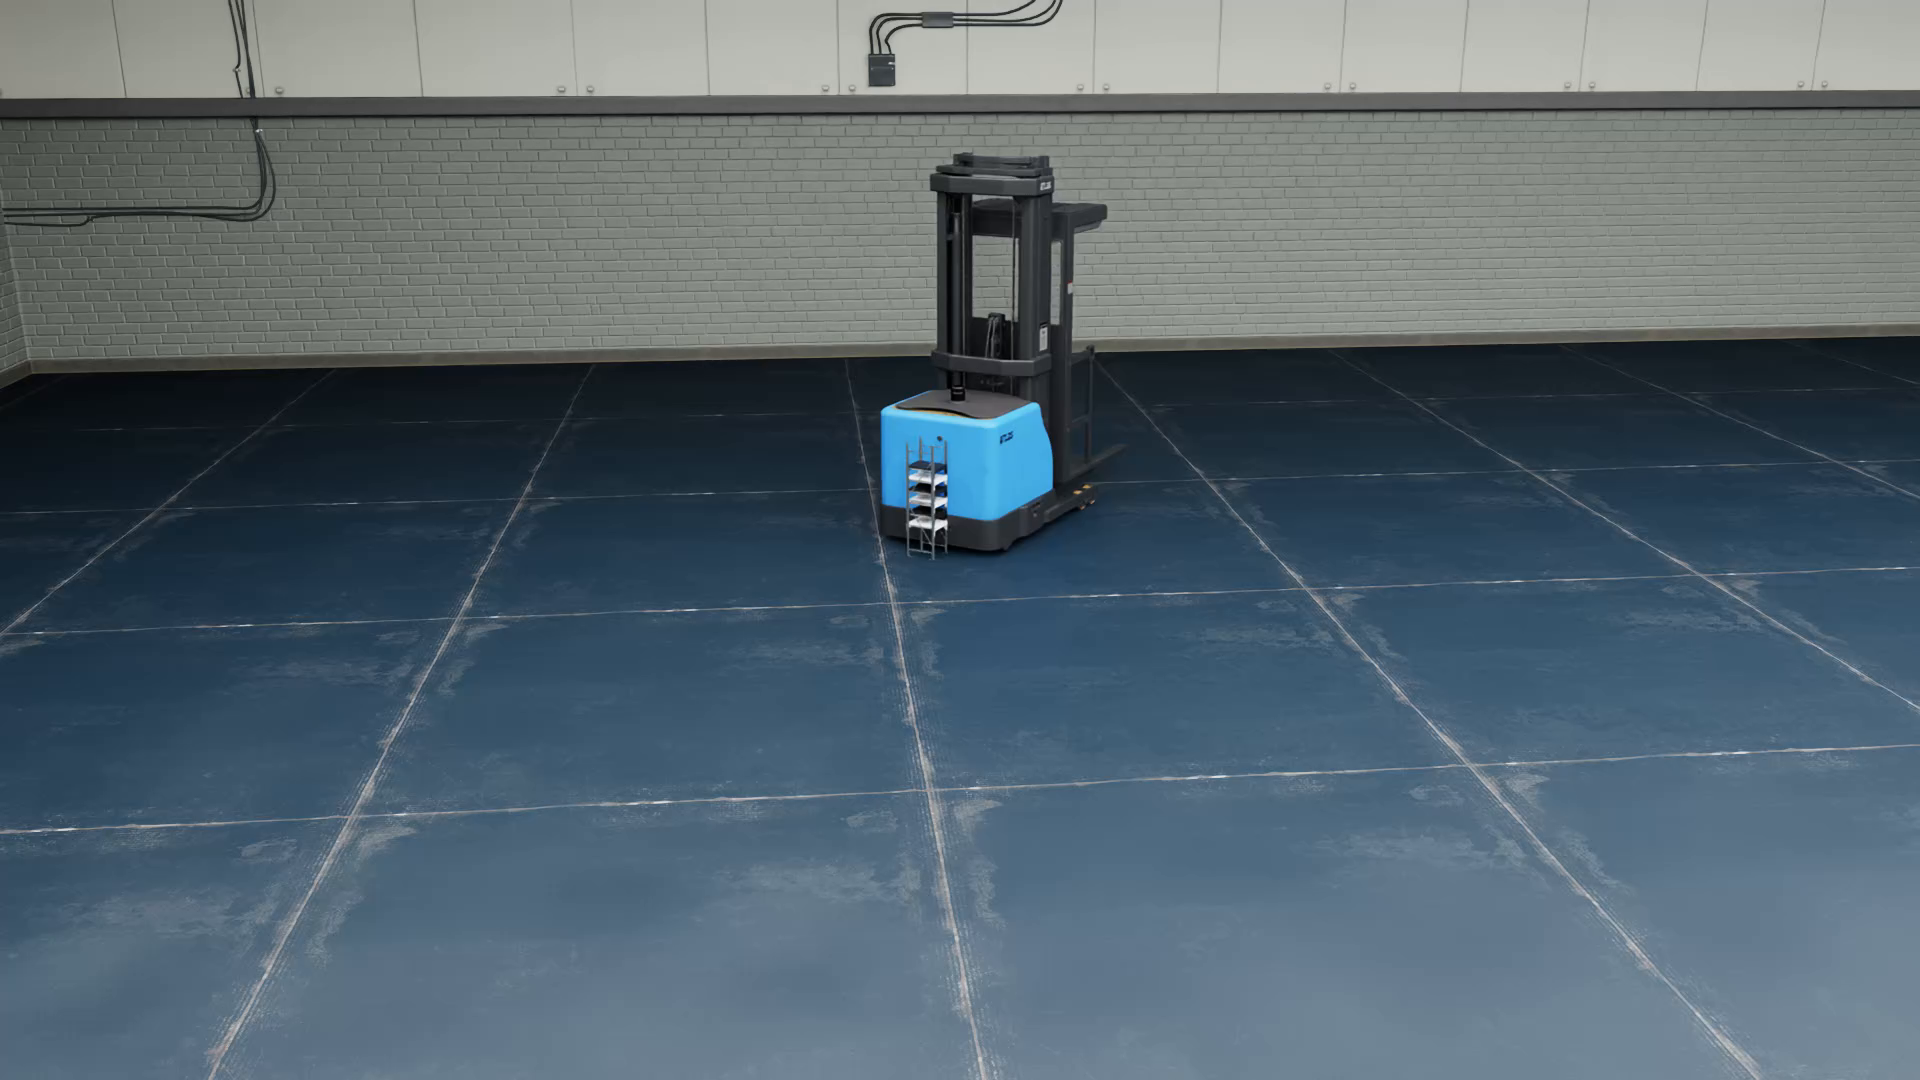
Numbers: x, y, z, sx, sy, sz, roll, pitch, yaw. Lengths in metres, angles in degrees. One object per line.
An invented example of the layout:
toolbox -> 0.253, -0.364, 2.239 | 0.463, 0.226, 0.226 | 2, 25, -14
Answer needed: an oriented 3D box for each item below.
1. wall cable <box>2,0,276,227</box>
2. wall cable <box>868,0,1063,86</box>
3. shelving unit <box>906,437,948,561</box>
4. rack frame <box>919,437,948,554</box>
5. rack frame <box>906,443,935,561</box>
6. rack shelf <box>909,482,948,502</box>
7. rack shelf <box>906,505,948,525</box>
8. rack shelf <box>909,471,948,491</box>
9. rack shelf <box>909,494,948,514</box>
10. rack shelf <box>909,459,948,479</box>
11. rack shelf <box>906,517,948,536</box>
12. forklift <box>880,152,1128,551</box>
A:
wall cable -> -9.353, -4.783, 18.574 | 3.097, 2.526, 0.112 | -2, 18, -6
wall cable -> 0.091, -8.176, 18.519 | 2.305, 6.003, 0.169 | -2, 18, -6
shelving unit -> -0.252, -0.311, 12.665 | 0.258, 0.900, 0.210 | 9, 20, 27
rack frame -> -0.203, -0.338, 12.750 | 0.240, 0.900, 0.006 | 9, 20, 27
rack frame -> -0.300, -0.284, 12.580 | 0.240, 0.900, 0.006 | 9, 20, 27
rack shelf -> -0.252, -0.365, 12.648 | 0.258, 0.077, 0.200 | 9, 20, 27
rack shelf -> -0.252, -0.193, 12.702 | 0.258, 0.077, 0.200 | 9, 20, 27
rack shelf -> -0.252, -0.451, 12.621 | 0.258, 0.077, 0.200 | 9, 20, 27
rack shelf -> -0.252, -0.279, 12.675 | 0.258, 0.077, 0.200 | 9, 20, 27
rack shelf -> -0.252, -0.537, 12.594 | 0.258, 0.077, 0.200 | 9, 20, 27
rack shelf -> -0.252, -0.107, 12.729 | 0.258, 0.077, 0.200 | 9, 20, 27
forklift -> 0.518, -1.708, 13.724 | 1.130, 2.935, 3.031 | 9, 20, 27
